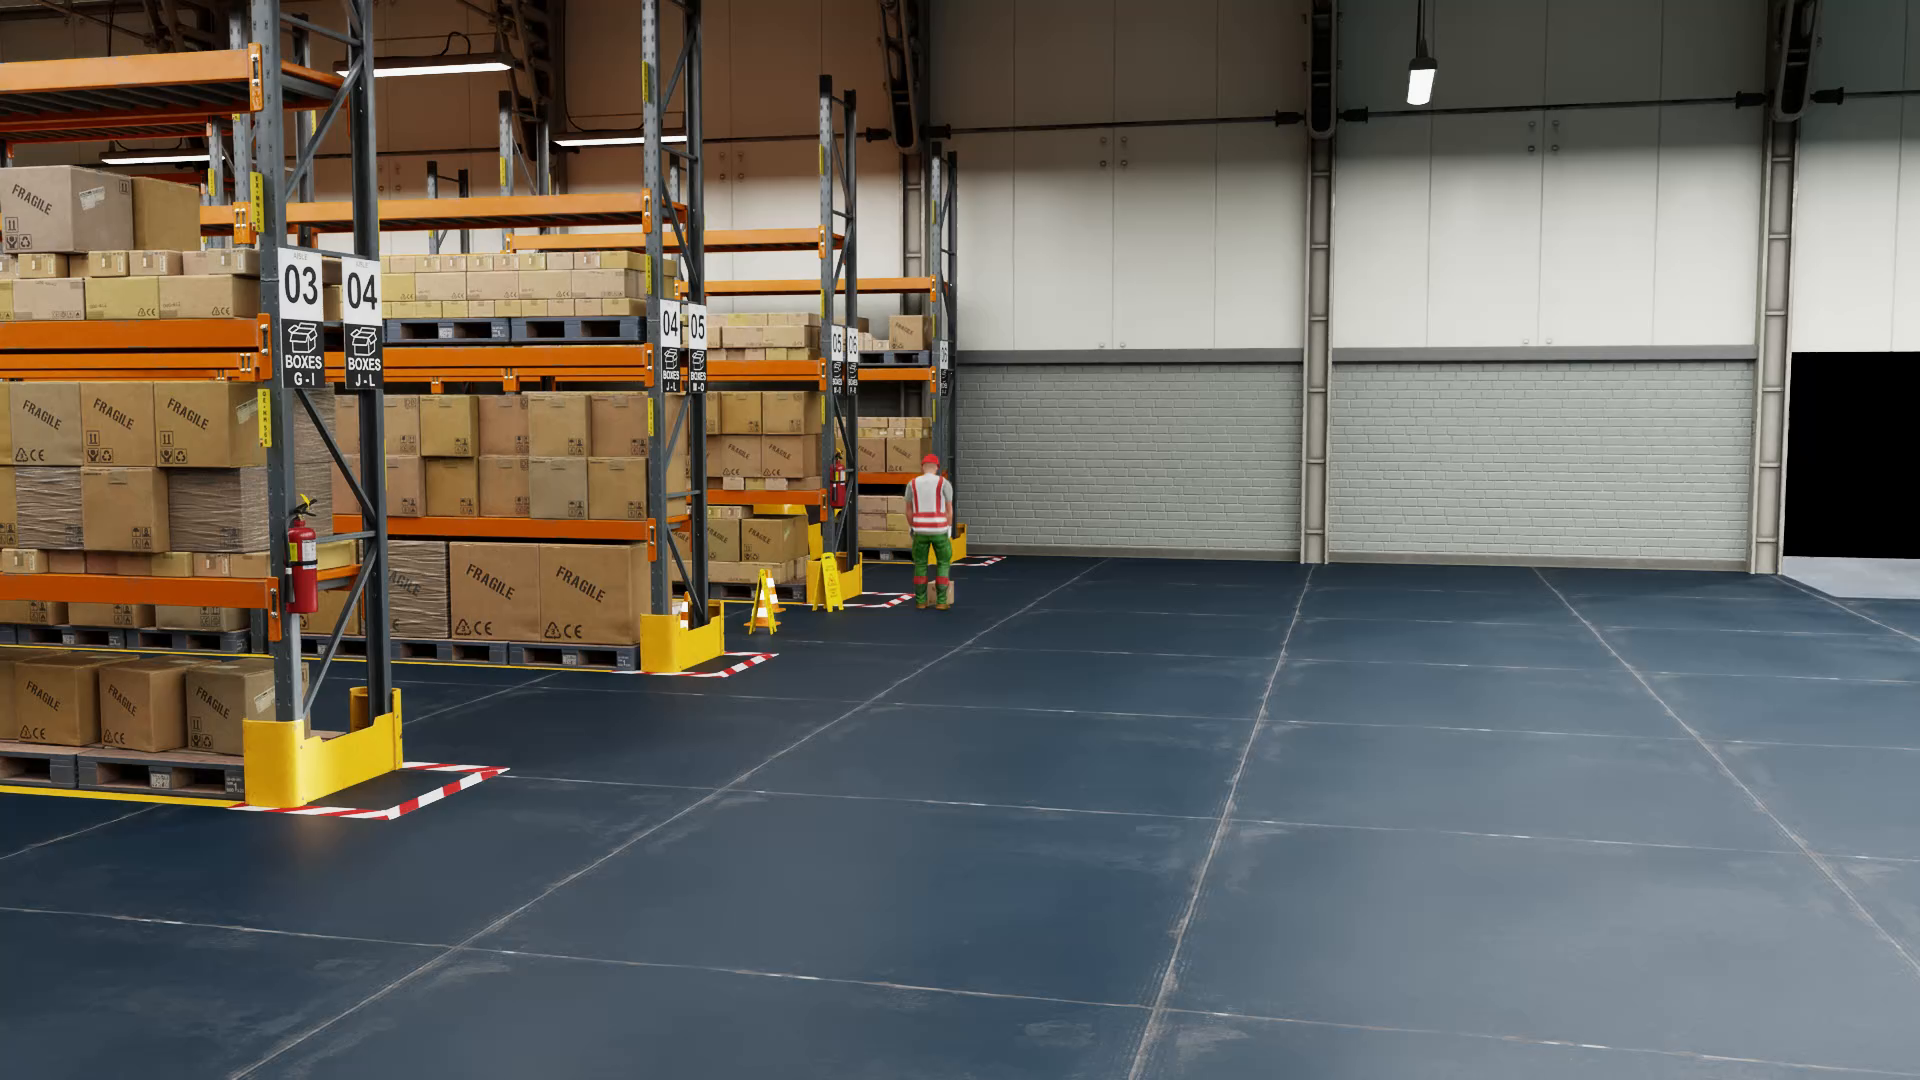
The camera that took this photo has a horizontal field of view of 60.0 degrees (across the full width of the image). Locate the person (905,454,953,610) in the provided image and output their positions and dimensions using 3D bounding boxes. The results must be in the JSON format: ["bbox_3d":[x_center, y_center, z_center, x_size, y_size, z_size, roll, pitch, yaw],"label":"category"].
[{"bbox_3d":[-0.342,-0.094,18.740,0.541,1.744,0.443,1,5,12],"label":"person"}]
